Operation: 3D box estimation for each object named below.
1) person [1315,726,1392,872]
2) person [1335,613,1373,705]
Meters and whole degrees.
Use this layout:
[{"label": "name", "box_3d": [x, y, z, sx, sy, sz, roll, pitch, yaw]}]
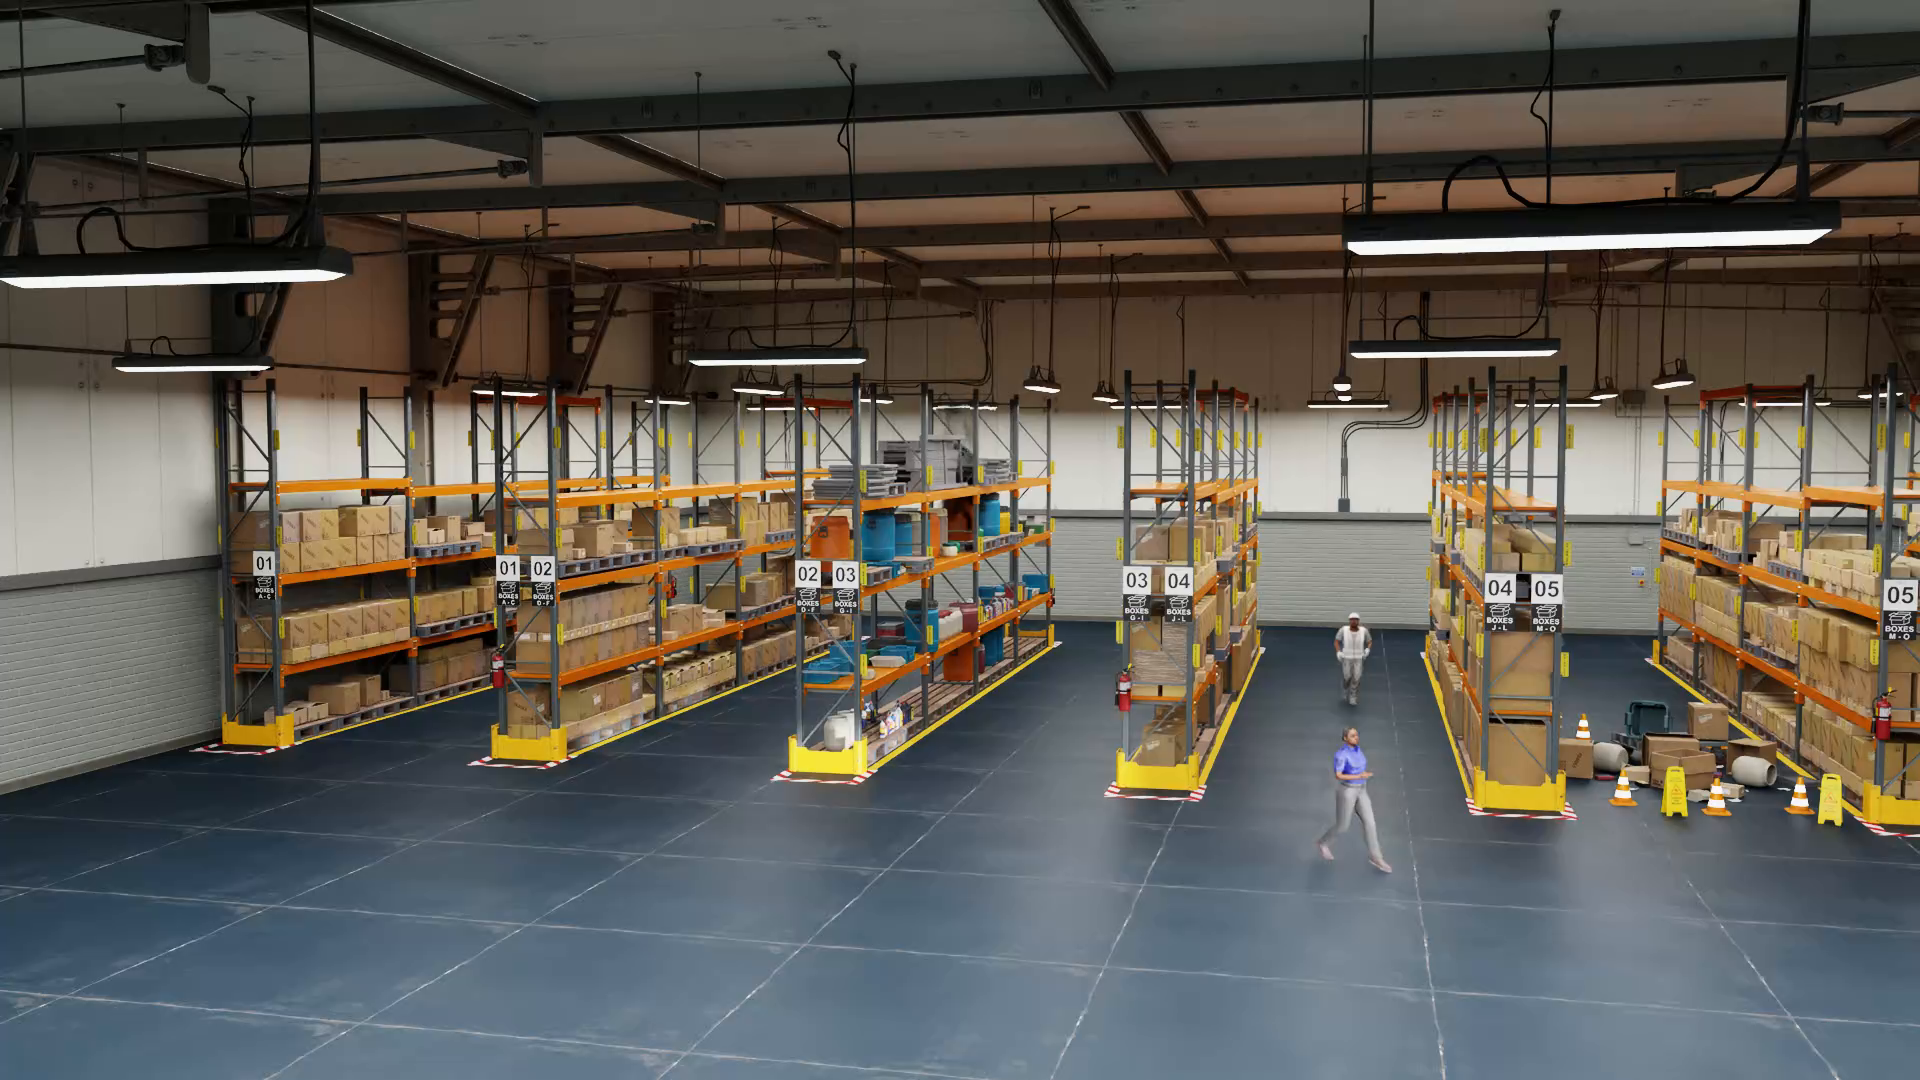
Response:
[{"label": "person", "box_3d": [4.616, 3.004, 19.462, 0.585, 1.612, 0.995, -2, 4, -34]}, {"label": "person", "box_3d": [7.461, 2.242, 31.481, 0.694, 1.746, 0.589, 0, 3, 7]}]
